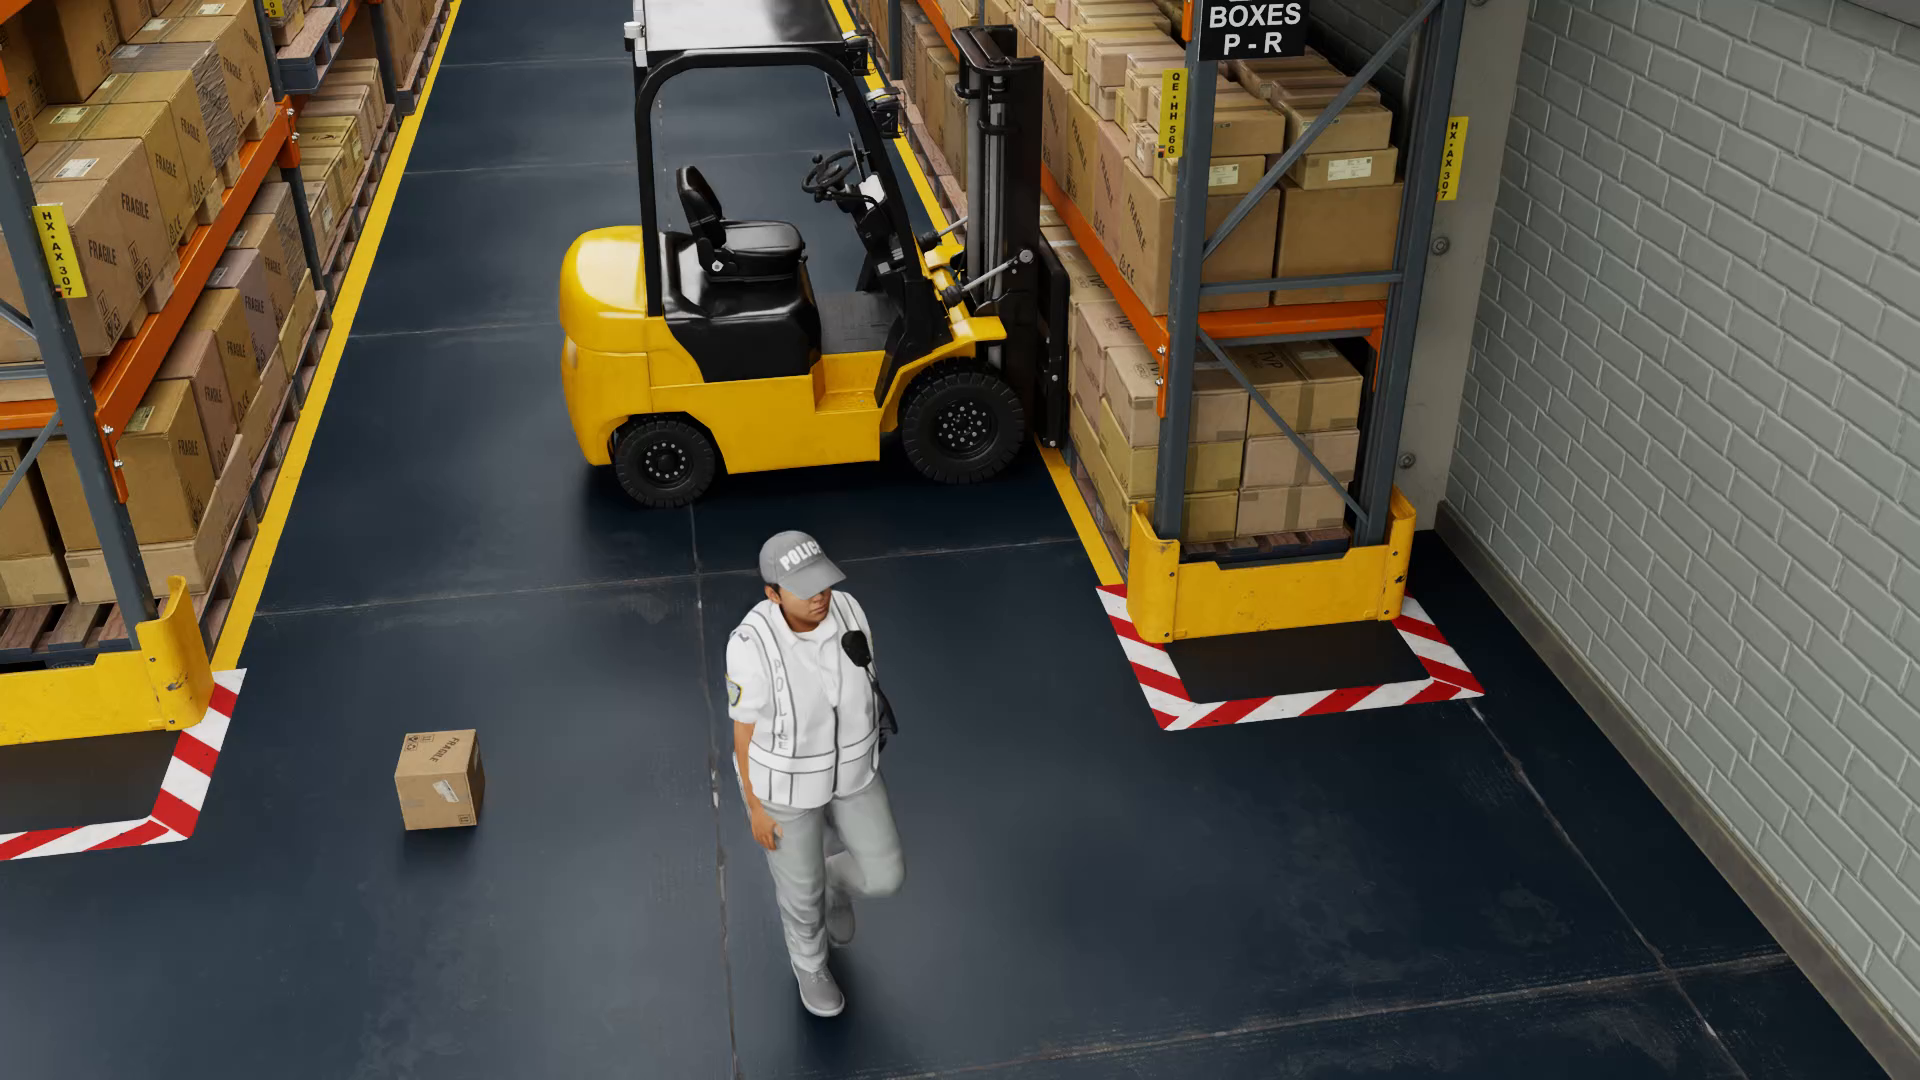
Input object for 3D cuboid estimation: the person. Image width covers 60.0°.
[{"bbox_3d":[-0.434,0.770,4.964,0.452,1.357,0.437,-17,35,-26],"label":"person"}]
